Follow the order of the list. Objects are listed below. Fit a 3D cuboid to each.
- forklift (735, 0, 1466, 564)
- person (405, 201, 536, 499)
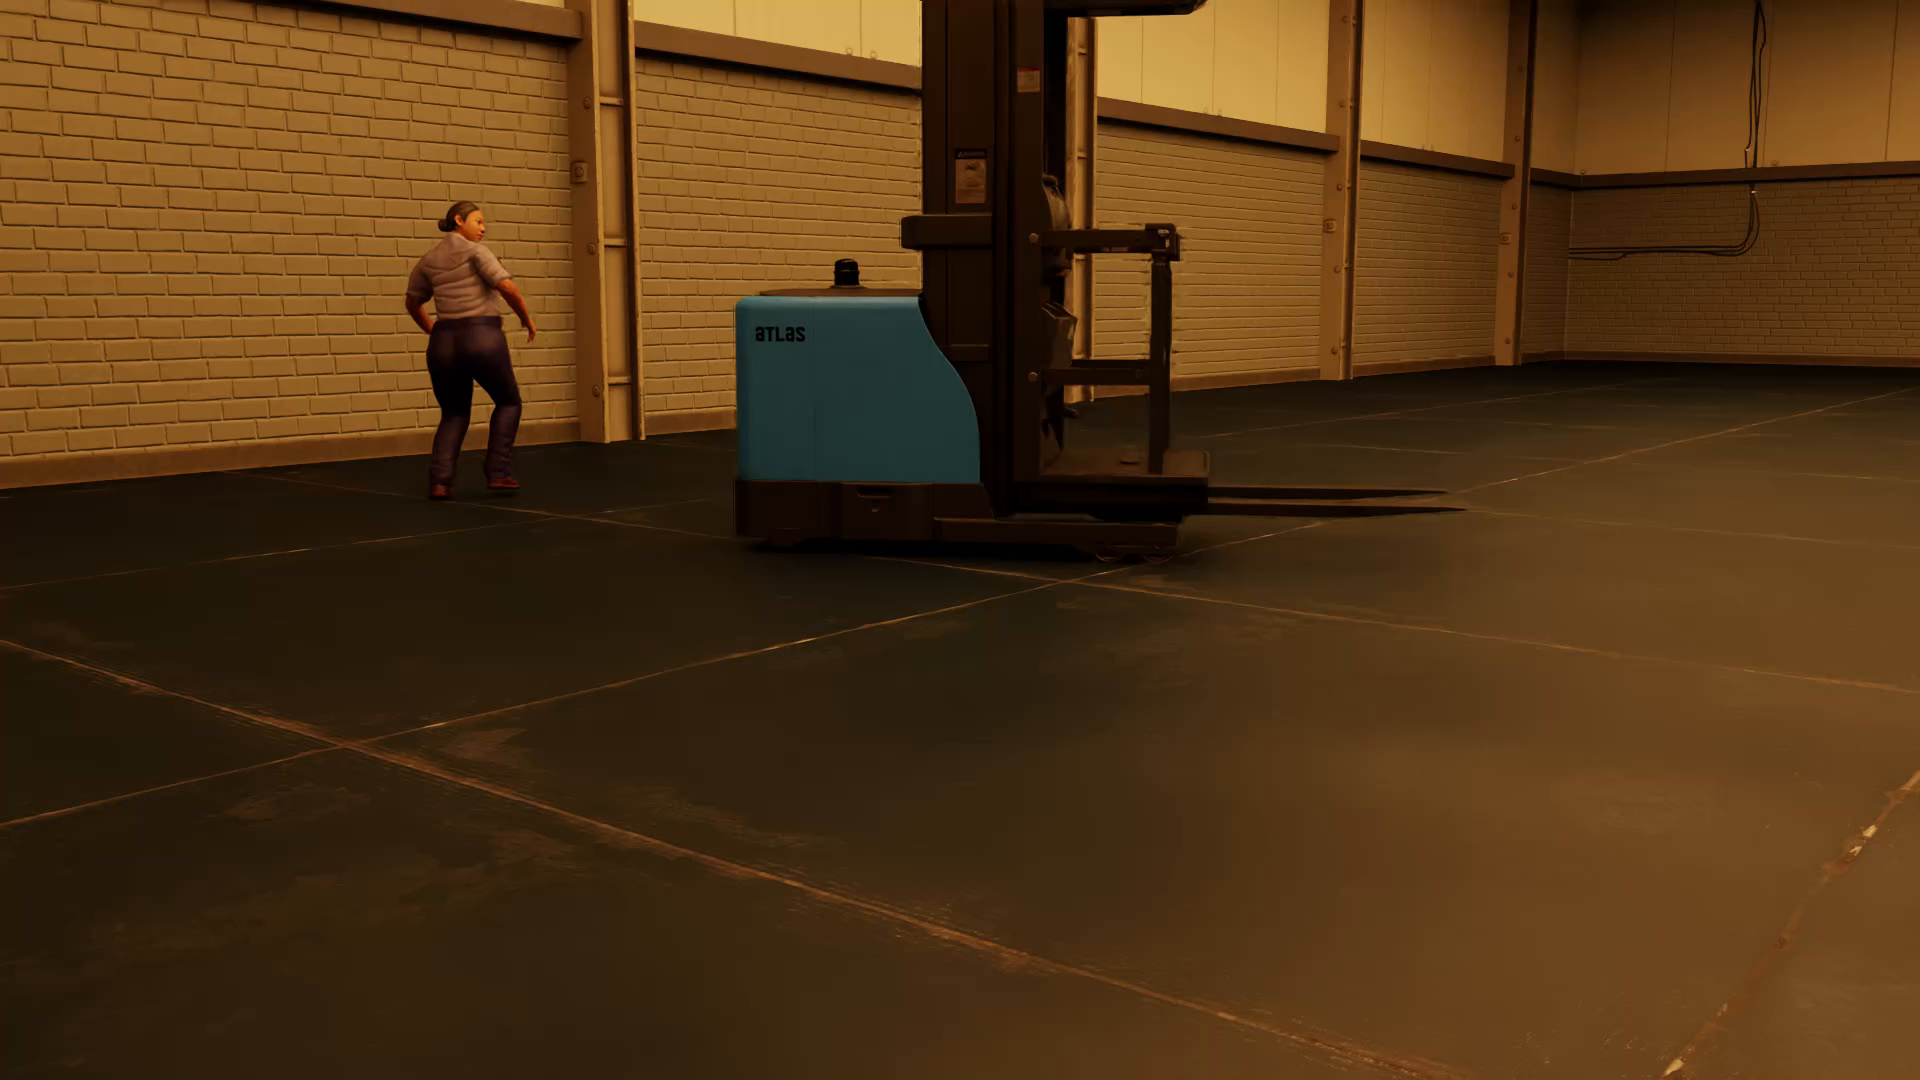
[{"bbox_3d":[0.604,-1.437,7.104,3.031,2.935,1.130,1,8,8],"label":"forklift"},{"bbox_3d":[-2.625,-1.000,8.901,0.720,1.603,0.566,2,9,13],"label":"person"}]
